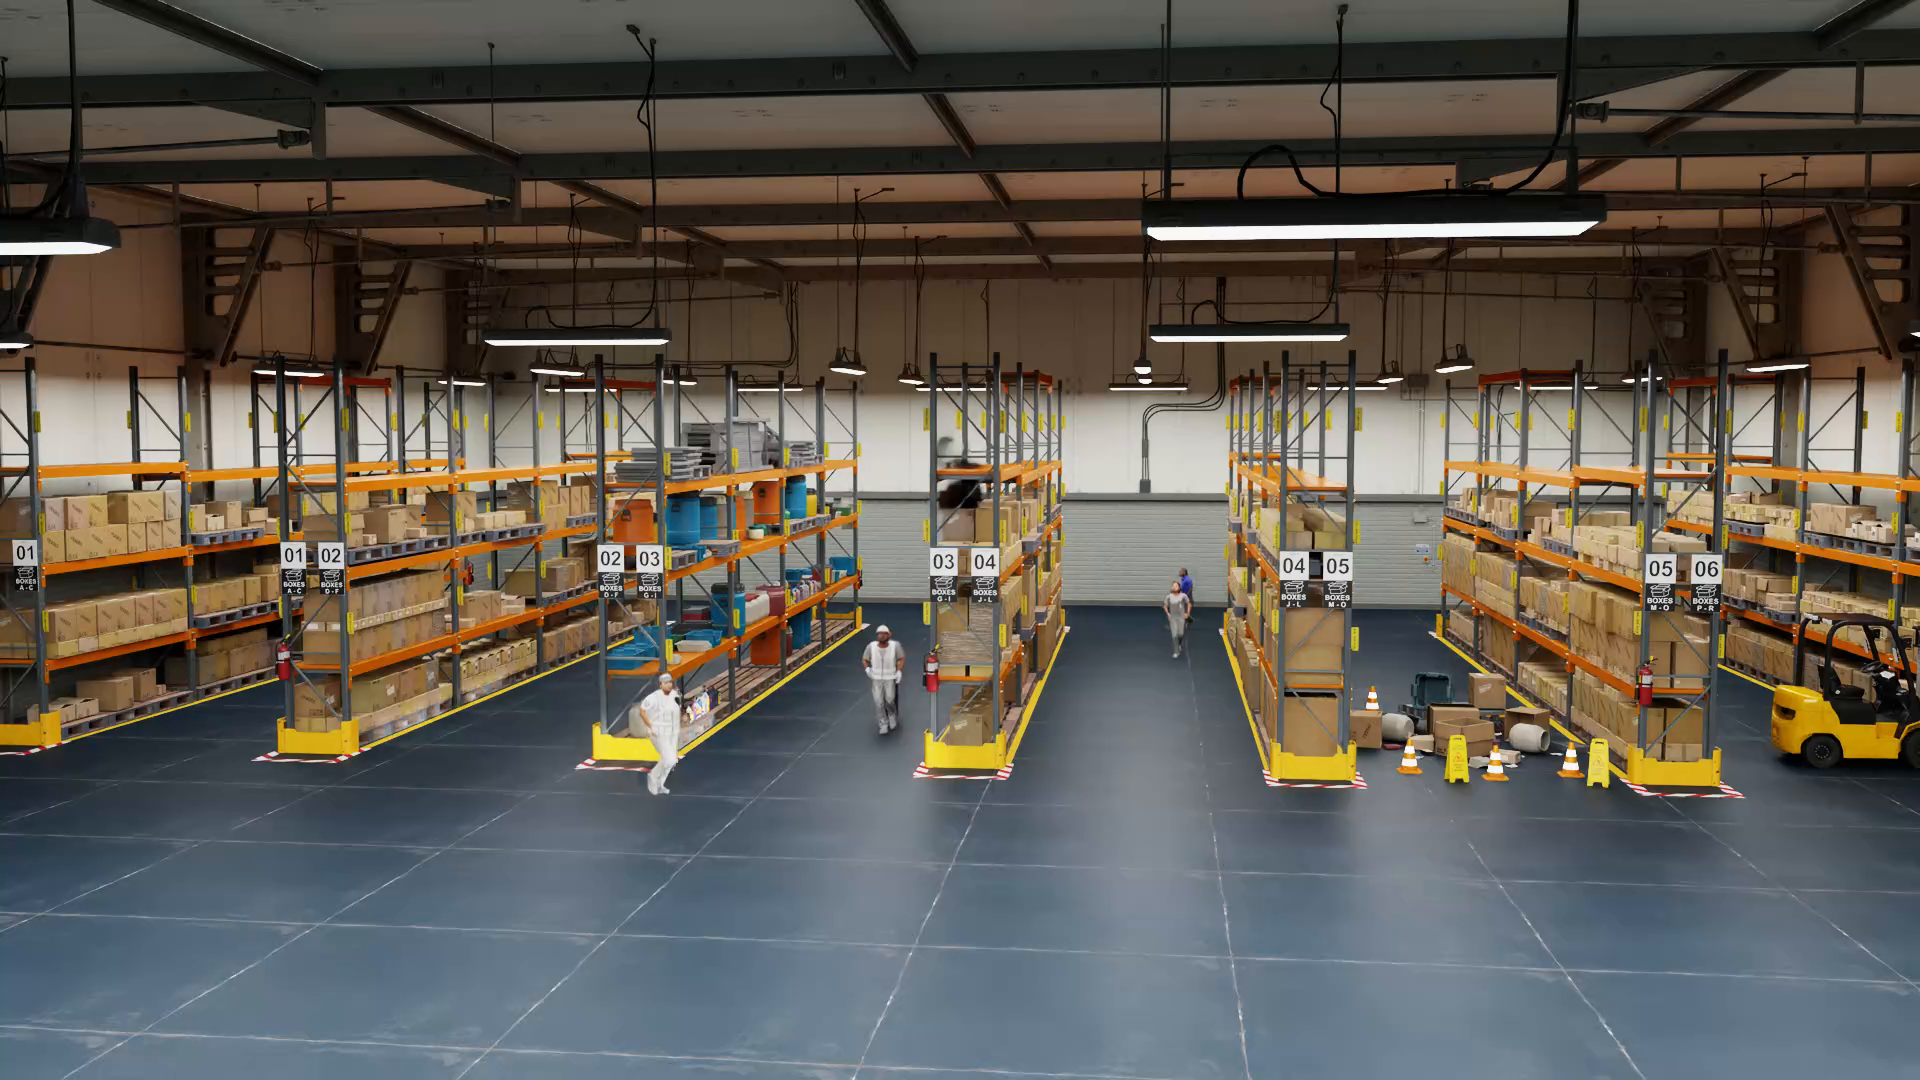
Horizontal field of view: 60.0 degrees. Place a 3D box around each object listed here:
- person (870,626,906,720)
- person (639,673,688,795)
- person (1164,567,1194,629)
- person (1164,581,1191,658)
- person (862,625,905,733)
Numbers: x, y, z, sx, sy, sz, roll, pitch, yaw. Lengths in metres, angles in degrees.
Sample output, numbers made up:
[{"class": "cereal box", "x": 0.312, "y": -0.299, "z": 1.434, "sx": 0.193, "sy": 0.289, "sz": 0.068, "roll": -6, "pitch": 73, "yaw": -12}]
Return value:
[{"class": "person", "x": -1.218, "y": 2.236, "z": 27.761, "sx": 0.599, "sy": 1.601, "sz": 0.557, "roll": 0, "pitch": 4, "yaw": 3}, {"class": "person", "x": -3.924, "y": 2.609, "z": 22.318, "sx": 0.592, "sy": 1.621, "sz": 0.586, "roll": 4, "pitch": 5, "yaw": 41}, {"class": "person", "x": 5.370, "y": 1.404, "z": 40.143, "sx": 0.641, "sy": 1.507, "sz": 0.730, "roll": -2, "pitch": 5, "yaw": -29}, {"class": "person", "x": 4.618, "y": 1.691, "z": 35.396, "sx": 0.572, "sy": 1.632, "sz": 0.529, "roll": 1, "pitch": 4, "yaw": 12}, {"class": "person", "x": -1.245, "y": 2.238, "z": 26.714, "sx": 0.683, "sy": 1.741, "sz": 0.585, "roll": 0, "pitch": 4, "yaw": 4}]
